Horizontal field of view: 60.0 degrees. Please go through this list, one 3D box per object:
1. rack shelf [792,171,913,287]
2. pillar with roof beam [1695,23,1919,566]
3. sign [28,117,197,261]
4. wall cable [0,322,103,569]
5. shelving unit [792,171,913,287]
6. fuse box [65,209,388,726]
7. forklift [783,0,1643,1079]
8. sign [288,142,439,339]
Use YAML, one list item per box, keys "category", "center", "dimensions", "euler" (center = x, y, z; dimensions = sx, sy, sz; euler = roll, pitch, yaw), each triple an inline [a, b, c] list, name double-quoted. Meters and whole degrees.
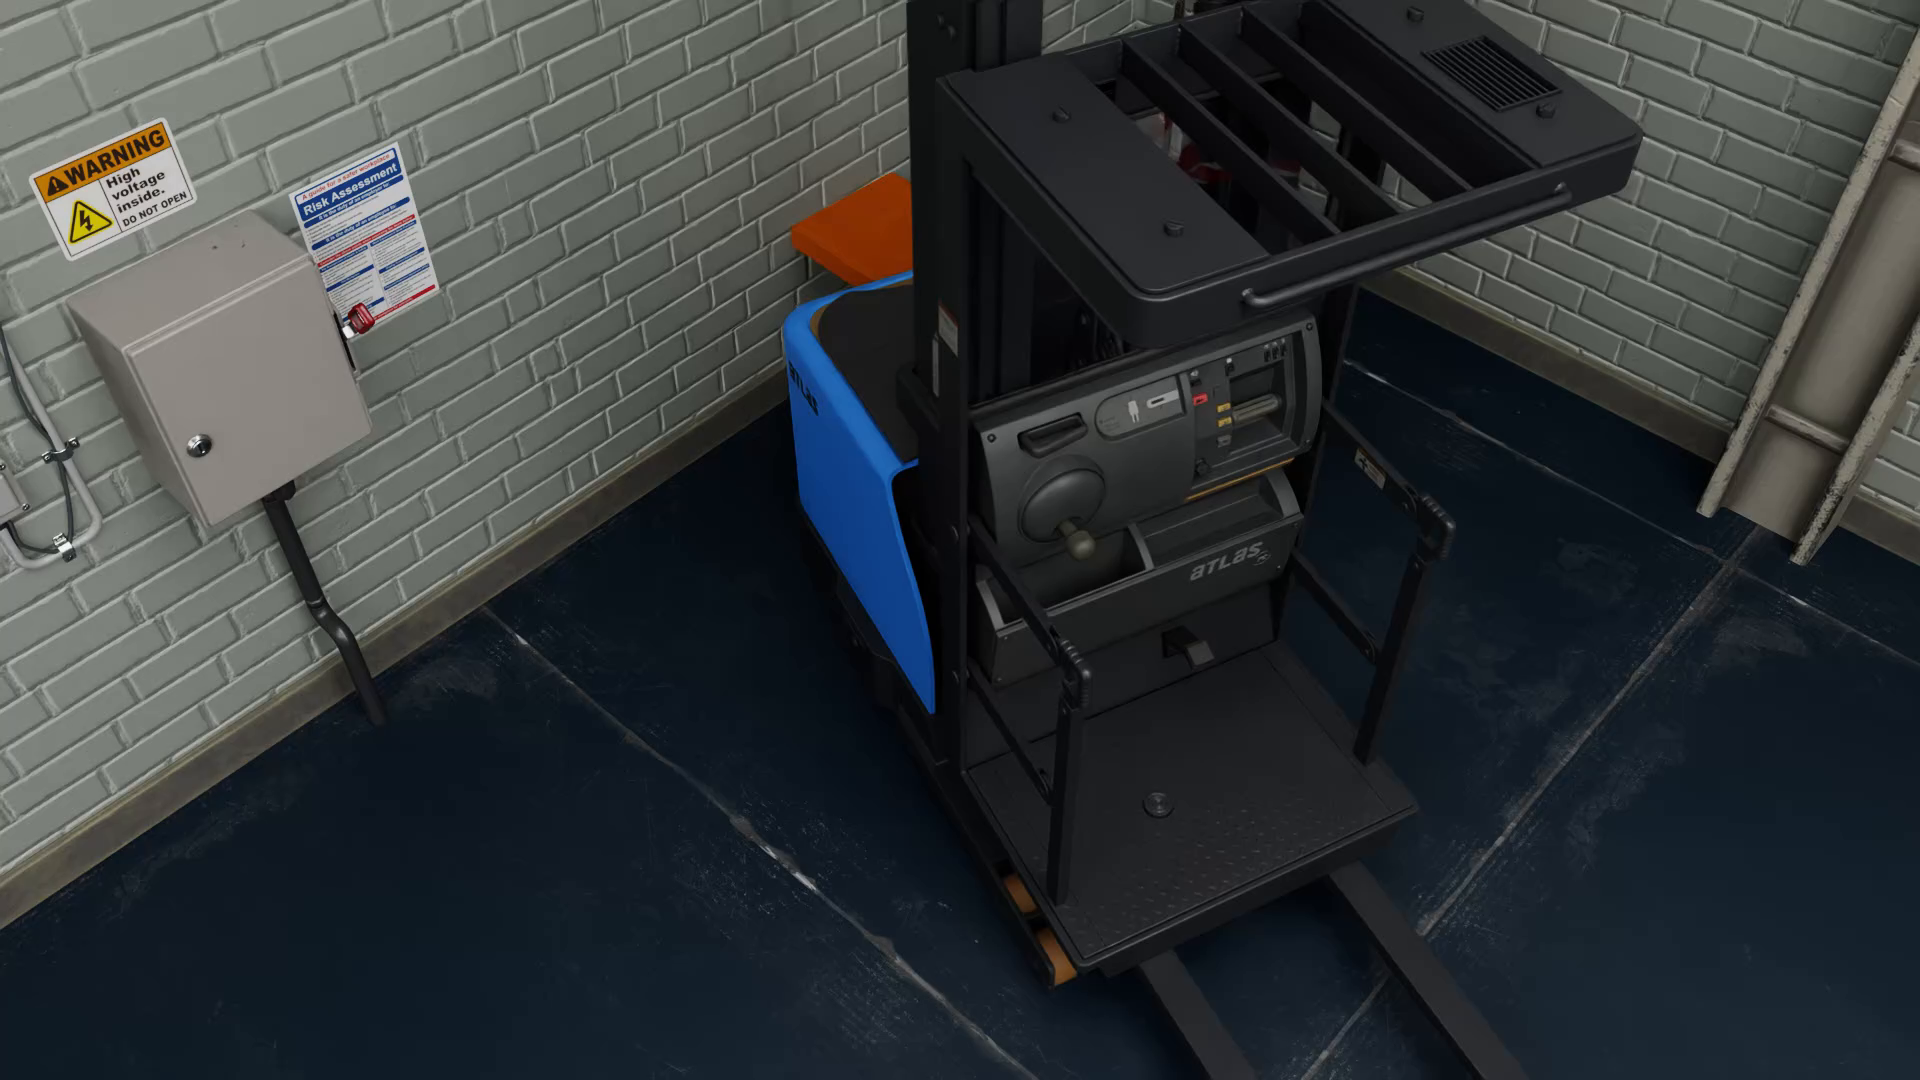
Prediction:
- category: "rack shelf"
  center: [-0.124, -0.949, 5.825]
  dimensions: [1.000, 0.185, 0.538]
  euler: [36, 54, 26]
- category: "pillar with roof beam"
  center: [-0.086, -0.862, 0.387]
  dimensions: [0.400, 9.000, 9.100]
  euler: [34, 55, 28]
- category: "sign"
  center: [-1.978, -0.822, 3.898]
  dimensions: [0.001, 0.242, 0.339]
  euler: [34, 55, 28]
- category: "wall cable"
  center: [-2.366, -0.527, 3.490]
  dimensions: [0.122, 1.984, 0.588]
  euler: [34, 55, 28]
- category: "shelving unit"
  center: [-0.120, -1.076, 5.697]
  dimensions: [1.083, 1.500, 0.587]
  euler: [36, 54, 26]
- category: "fuse box"
  center: [-1.788, -0.026, 4.600]
  dimensions: [0.414, 1.711, 0.539]
  euler: [34, 55, 28]
- category: "forklift"
  center: [0.574, -0.154, 3.884]
  dimensions: [1.130, 2.935, 3.031]
  euler: [-20, 50, -18]
- category: "sign"
  center: [-1.605, -0.801, 4.510]
  dimensions: [0.001, 0.494, 0.329]
  euler: [34, 55, 28]
